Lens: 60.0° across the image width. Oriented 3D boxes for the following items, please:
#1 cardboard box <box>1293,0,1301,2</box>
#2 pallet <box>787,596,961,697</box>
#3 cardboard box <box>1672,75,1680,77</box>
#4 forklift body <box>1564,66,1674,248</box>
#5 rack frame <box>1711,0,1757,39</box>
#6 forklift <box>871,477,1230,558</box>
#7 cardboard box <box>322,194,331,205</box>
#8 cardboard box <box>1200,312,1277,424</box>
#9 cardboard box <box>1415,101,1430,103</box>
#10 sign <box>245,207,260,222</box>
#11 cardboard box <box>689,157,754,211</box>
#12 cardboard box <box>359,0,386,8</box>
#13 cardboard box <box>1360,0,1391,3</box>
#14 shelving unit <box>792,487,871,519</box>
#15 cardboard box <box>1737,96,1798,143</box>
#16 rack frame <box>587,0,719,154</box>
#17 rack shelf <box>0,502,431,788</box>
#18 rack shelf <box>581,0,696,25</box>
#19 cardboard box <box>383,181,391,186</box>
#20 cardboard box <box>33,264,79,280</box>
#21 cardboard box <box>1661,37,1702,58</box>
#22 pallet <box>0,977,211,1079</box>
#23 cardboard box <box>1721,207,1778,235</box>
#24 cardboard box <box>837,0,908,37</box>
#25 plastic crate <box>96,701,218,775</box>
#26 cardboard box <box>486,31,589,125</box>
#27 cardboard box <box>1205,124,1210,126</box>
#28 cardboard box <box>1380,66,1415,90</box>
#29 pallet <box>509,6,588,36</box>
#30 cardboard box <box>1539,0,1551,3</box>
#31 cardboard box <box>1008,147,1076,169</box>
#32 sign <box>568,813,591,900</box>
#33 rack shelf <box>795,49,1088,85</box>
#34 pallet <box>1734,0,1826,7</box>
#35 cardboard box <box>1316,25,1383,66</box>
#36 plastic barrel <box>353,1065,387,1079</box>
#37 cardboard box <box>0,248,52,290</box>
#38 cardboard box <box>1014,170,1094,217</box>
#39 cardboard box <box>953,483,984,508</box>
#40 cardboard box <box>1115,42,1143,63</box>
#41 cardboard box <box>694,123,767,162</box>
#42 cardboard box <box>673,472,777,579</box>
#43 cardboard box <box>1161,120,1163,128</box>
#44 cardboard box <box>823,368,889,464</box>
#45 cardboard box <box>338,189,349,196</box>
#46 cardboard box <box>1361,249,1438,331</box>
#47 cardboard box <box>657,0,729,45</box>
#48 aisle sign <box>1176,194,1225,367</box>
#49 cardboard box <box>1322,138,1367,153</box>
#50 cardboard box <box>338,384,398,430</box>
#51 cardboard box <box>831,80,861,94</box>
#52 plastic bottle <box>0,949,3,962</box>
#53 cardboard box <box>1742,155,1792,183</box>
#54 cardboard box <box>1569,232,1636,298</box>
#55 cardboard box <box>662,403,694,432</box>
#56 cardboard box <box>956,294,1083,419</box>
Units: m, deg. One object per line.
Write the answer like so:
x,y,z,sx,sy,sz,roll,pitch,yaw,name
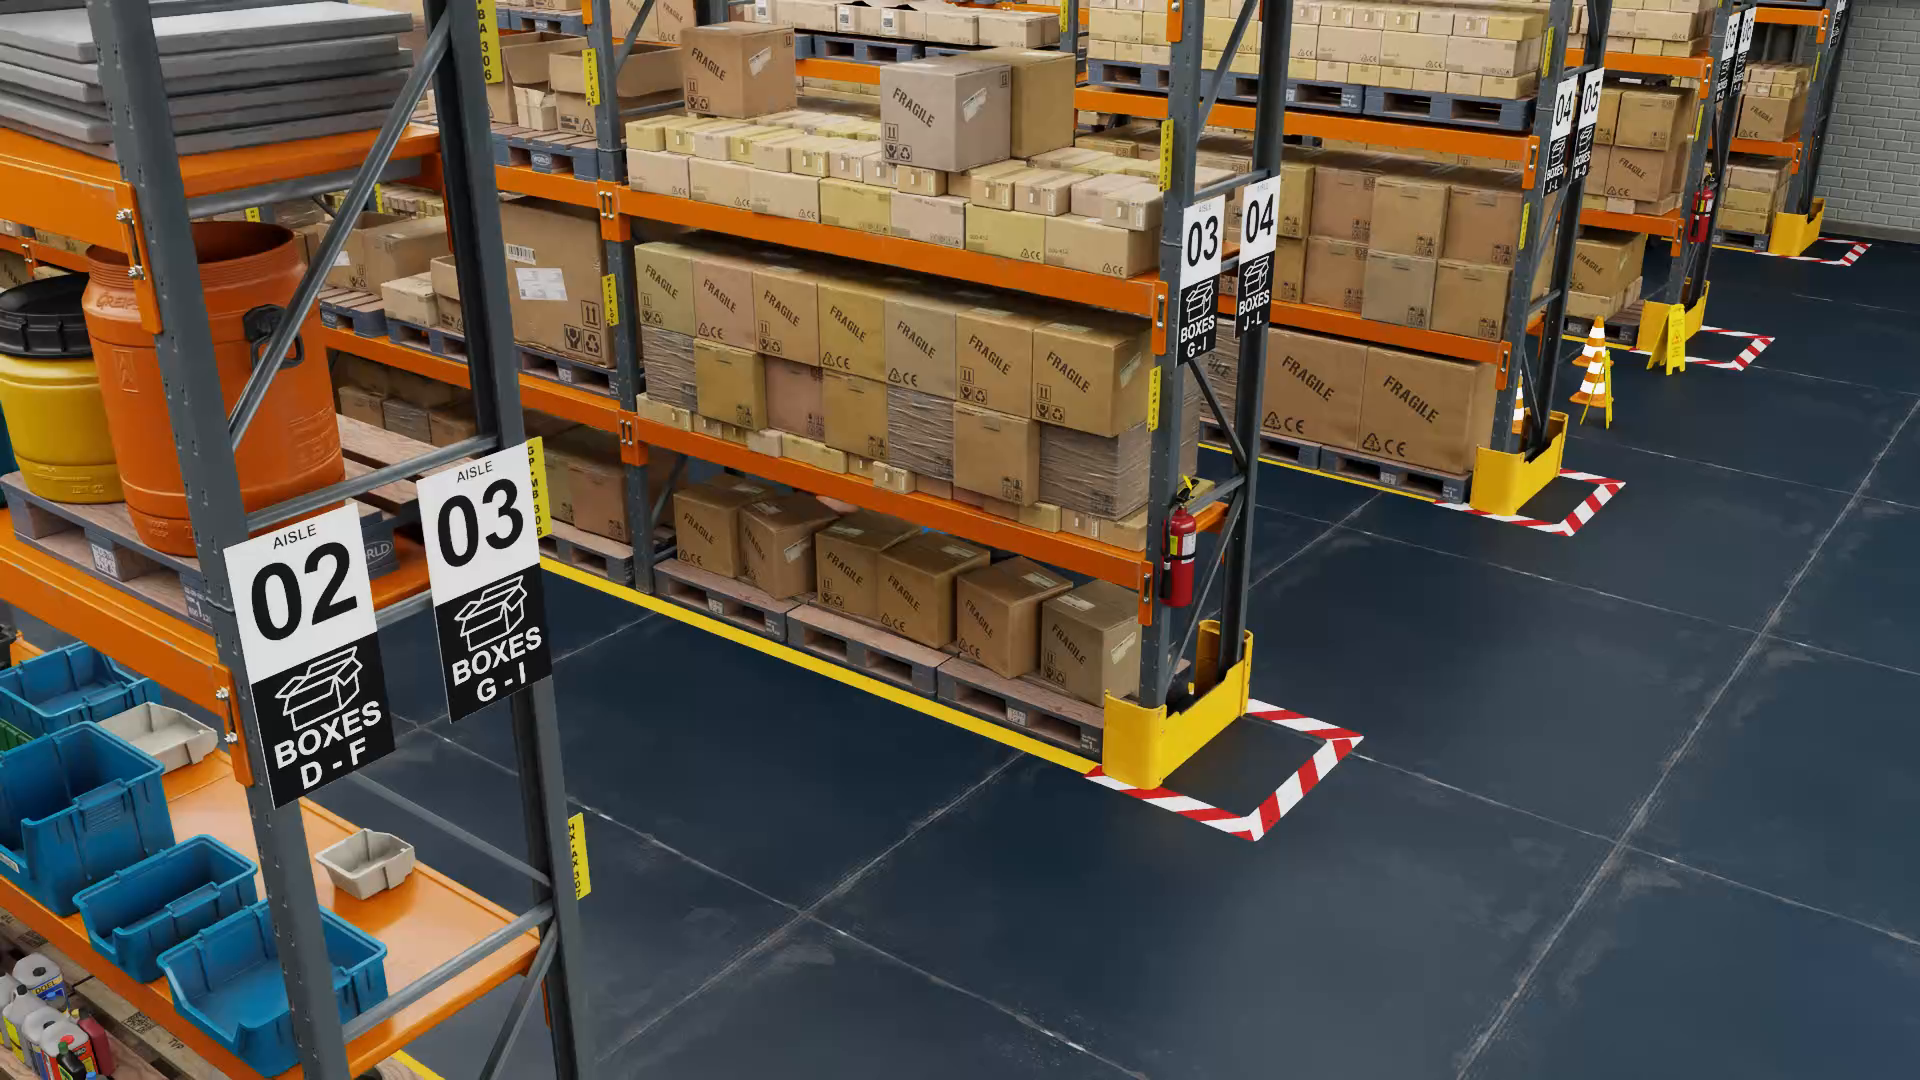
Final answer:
2.476,-4.039,12.653,0.250,0.149,0.380,17,29,33,cardboard box
-0.345,0.554,10.730,1.213,0.211,1.003,17,29,33,pallet
8.740,-5.774,20.337,0.250,0.149,0.380,17,29,34,cardboard box
7.623,-4.482,19.754,1.214,2.155,2.313,17,29,33,forklift body
7.260,-6.143,15.032,0.127,3.000,1.000,17,29,33,rack frame
0.566,-1.450,11.906,3.031,2.935,1.130,-11,26,-23,forklift
-7.980,-4.375,21.106,0.250,0.149,0.380,17,29,33,cardboard box
2.356,-1.572,14.212,0.875,0.875,0.875,17,29,34,cardboard box
5.063,-4.567,17.163,0.500,0.500,0.700,16,28,32,cardboard box
-5.415,-2.485,12.734,0.005,0.325,0.100,17,29,33,sign
-1.251,-2.154,9.884,0.500,0.250,0.500,17,29,33,cardboard box
-6.584,-6.261,19.205,0.500,0.250,0.500,16,29,33,cardboard box
3.280,-4.128,12.856,0.250,0.149,0.380,16,29,33,cardboard box
-0.823,-0.244,11.367,0.503,1.200,0.258,5,39,27,shelving unit
9.683,-5.080,19.936,0.500,0.500,0.500,16,28,32,cardboard box
-1.884,-3.913,9.970,0.127,3.000,1.000,17,29,33,rack frame
-3.254,-0.130,5.996,4.000,0.370,1.077,17,29,33,rack shelf
-3.485,-3.884,11.294,4.000,0.370,1.077,17,29,33,rack shelf
-7.236,-4.575,21.190,0.250,0.149,0.380,16,28,31,cardboard box
-7.762,-2.174,15.578,0.875,0.875,1.225,17,29,33,cardboard box
6.807,-4.652,15.678,0.250,0.149,0.380,17,29,34,cardboard box
-3.362,2.177,7.047,1.213,0.211,1.003,17,29,33,pallet
9.669,-3.946,20.374,0.500,0.250,0.500,17,29,34,cardboard box
-0.770,-4.789,15.145,0.500,0.311,0.500,16,29,32,cardboard box
-3.403,0.862,6.901,0.437,0.136,0.530,17,29,33,plastic crate
-2.955,-3.153,11.317,0.637,0.503,0.797,18,30,35,cardboard box
2.745,-5.023,18.916,0.500,0.500,0.500,18,29,35,cardboard box
3.294,-3.427,12.255,0.250,0.149,0.380,17,29,34,cardboard box
-3.968,-5.531,17.596,1.003,0.211,1.213,17,29,33,pallet
5.857,-5.349,16.271,0.250,0.149,0.380,16,28,32,cardboard box
0.442,-2.092,9.250,0.250,0.149,0.380,17,29,33,cardboard box
-1.321,1.094,5.702,0.005,0.325,0.100,17,29,33,sign
-0.429,-4.271,15.394,4.000,0.370,1.077,17,29,33,rack shelf
9.684,-6.512,19.698,1.213,0.211,1.003,17,29,33,pallet
3.012,-3.725,12.437,0.500,0.250,0.500,17,29,33,cardboard box
-2.226,2.209,6.080,0.421,0.512,0.421,0,24,0,plastic barrel
-8.766,-2.508,16.335,0.875,0.875,0.875,17,29,33,cardboard box
0.485,-1.785,8.552,0.250,0.149,0.380,15,28,31,cardboard box
0.168,-0.332,9.594,0.250,0.149,0.380,17,29,33,cardboard box
1.467,-3.979,13.508,0.250,0.149,0.380,17,29,34,cardboard box
-1.350,-2.361,9.860,0.250,0.149,0.380,17,29,34,cardboard box
-1.588,-0.106,11.351,0.500,0.500,0.500,16,28,32,cardboard box
2.525,-4.826,19.273,0.250,0.149,0.380,16,28,32,cardboard box
-0.346,-0.866,10.002,0.500,0.500,0.875,17,29,33,cardboard box
-7.550,-4.405,20.806,0.250,0.149,0.380,15,28,31,cardboard box
3.595,-2.046,12.987,0.550,0.550,0.875,17,29,33,cardboard box
-2.639,-5.185,16.454,0.500,0.500,0.500,17,29,33,cardboard box
1.186,-1.278,8.207,0.004,0.787,0.394,17,29,33,aisle sign
4.244,-4.351,17.911,0.500,0.500,0.500,17,29,33,cardboard box
-4.537,-1.037,13.438,0.500,0.500,0.700,15,28,31,cardboard box
-1.337,-6.015,21.747,0.500,0.250,0.500,17,29,34,cardboard box
-4.371,1.724,7.357,0.185,0.351,0.144,17,29,33,plastic bottle
9.963,-4.569,20.549,0.500,0.250,0.500,16,29,33,cardboard box
6.463,-2.784,16.809,0.500,0.500,0.500,17,29,34,cardboard box
-1.700,-0.839,10.746,0.250,0.149,0.380,17,29,33,cardboard box
0.325,-1.012,9.094,0.500,0.500,0.500,17,29,33,cardboard box
